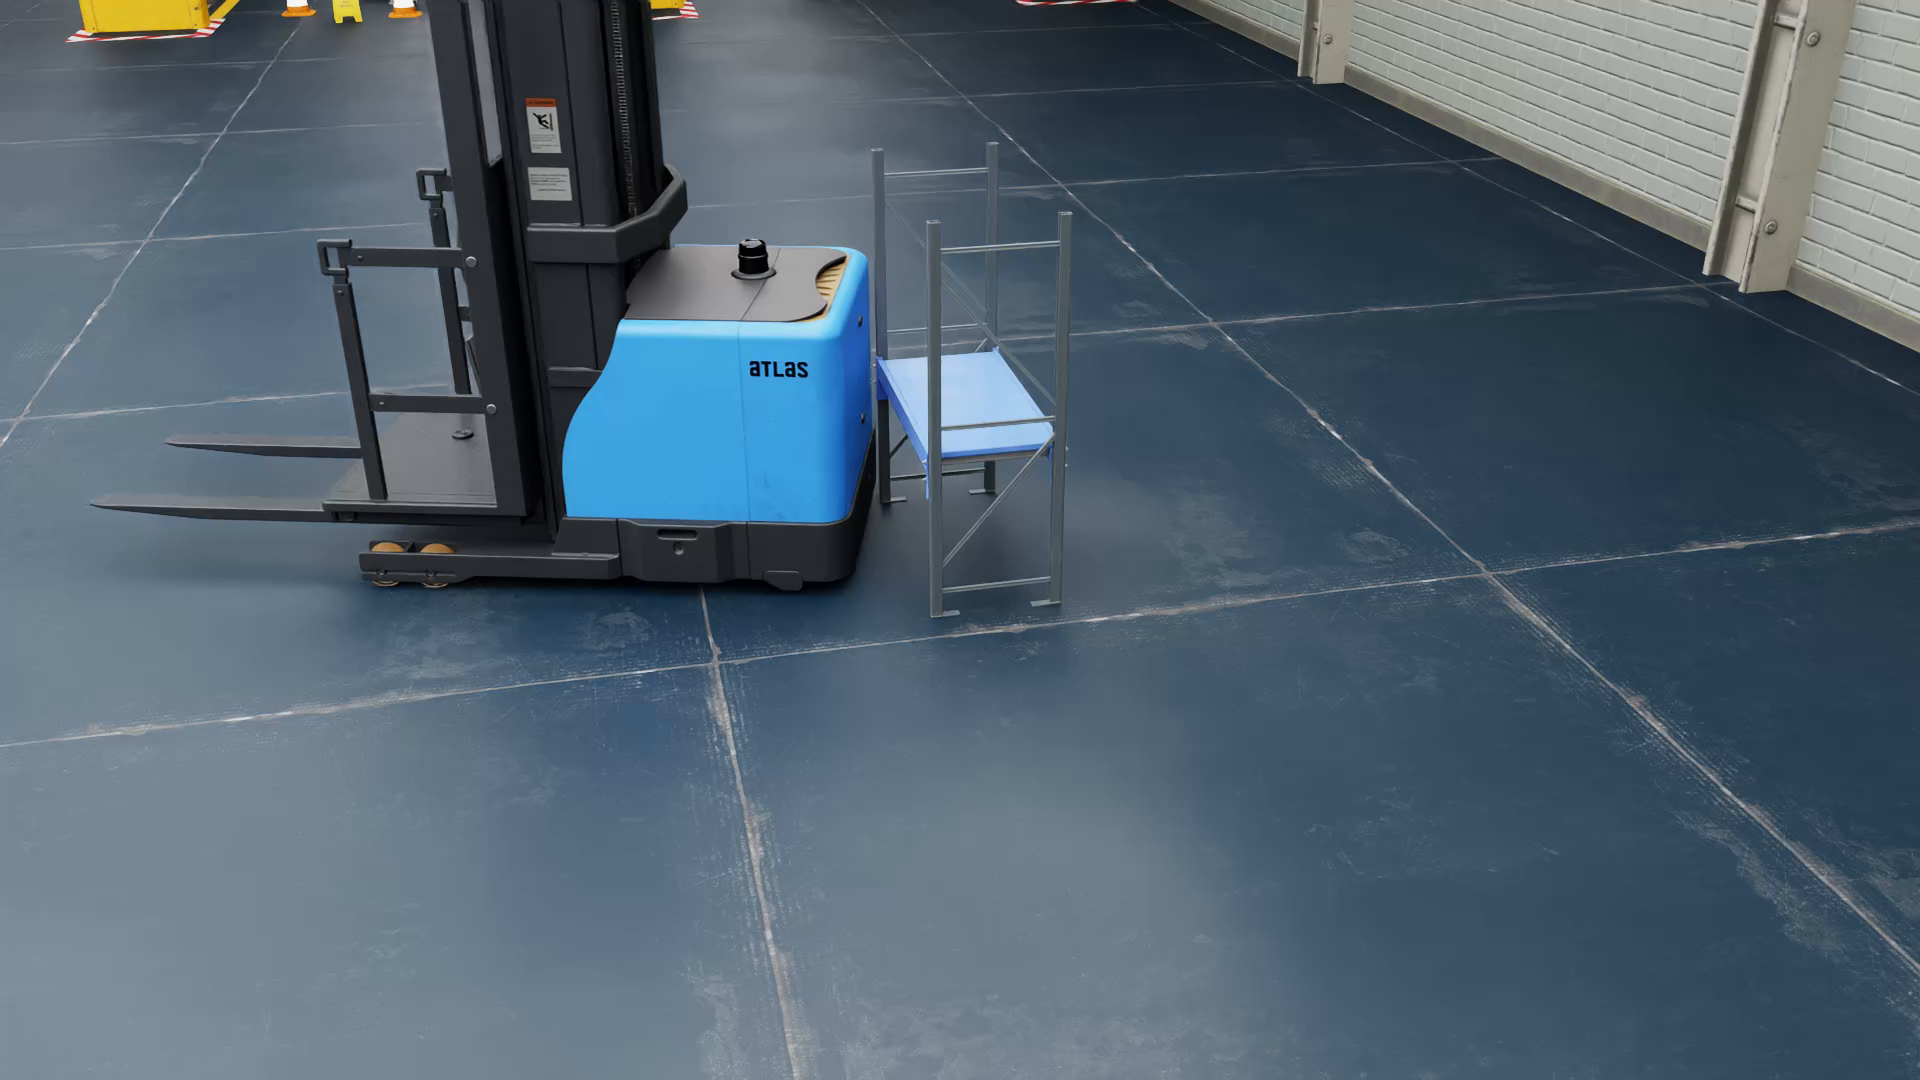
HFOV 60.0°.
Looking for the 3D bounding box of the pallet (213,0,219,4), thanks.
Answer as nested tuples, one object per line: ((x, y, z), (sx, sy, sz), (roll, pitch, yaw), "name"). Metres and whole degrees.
((-8.976, -6.312, 19.022), (1.003, 0.211, 1.213), (-6, 27, -12), "pallet")

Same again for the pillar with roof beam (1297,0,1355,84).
((-0.934, -7.737, 12.091), (9.100, 9.000, 0.400), (-6, 27, -12), "pillar with roof beam")

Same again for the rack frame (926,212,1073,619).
((0.134, -0.409, 5.896), (0.500, 1.500, 0.032), (-6, 27, -12), "rack frame")

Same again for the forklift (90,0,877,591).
((-1.894, -1.360, 6.192), (3.031, 2.935, 1.130), (2, 27, 3), "forklift")

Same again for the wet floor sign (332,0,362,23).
((-6.512, -5.817, 17.559), (0.267, 0.644, 0.232), (-11, 29, -20), "wet floor sign")

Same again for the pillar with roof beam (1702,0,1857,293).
((0.419, -5.103, 6.873), (9.100, 9.000, 0.400), (-6, 27, -12), "pillar with roof beam")

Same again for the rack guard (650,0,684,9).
((-3.665, -6.144, 18.368), (1.175, 0.500, 0.348), (-6, 27, -12), "rack guard")

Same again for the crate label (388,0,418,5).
((-6.244, -6.083, 18.651), (0.250, 0.136, 0.298), (-23, 35, -38), "crate label")

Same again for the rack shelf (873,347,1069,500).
((0.019, -0.472, 6.419), (0.538, 0.185, 1.000), (-6, 27, -12), "rack shelf")

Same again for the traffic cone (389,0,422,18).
((-6.006, -5.890, 17.906), (0.336, 0.463, 0.334), (-6, 27, -12), "traffic cone")

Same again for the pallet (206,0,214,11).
((-8.704, -5.778, 17.963), (1.003, 0.211, 1.213), (-6, 27, -12), "pallet")

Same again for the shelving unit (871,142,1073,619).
((0.019, -0.632, 6.338), (0.538, 1.500, 1.048), (-6, 27, -12), "shelving unit")

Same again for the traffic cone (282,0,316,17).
((-7.184, -5.924, 17.974), (0.336, 0.463, 0.334), (-6, 27, -12), "traffic cone")

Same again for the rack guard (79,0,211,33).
((-8.442, -5.553, 17.197), (1.175, 0.500, 0.348), (-6, 27, -12), "rack guard")

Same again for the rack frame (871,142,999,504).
((-0.095, -0.855, 6.780), (0.500, 1.500, 0.032), (-6, 27, -12), "rack frame")
